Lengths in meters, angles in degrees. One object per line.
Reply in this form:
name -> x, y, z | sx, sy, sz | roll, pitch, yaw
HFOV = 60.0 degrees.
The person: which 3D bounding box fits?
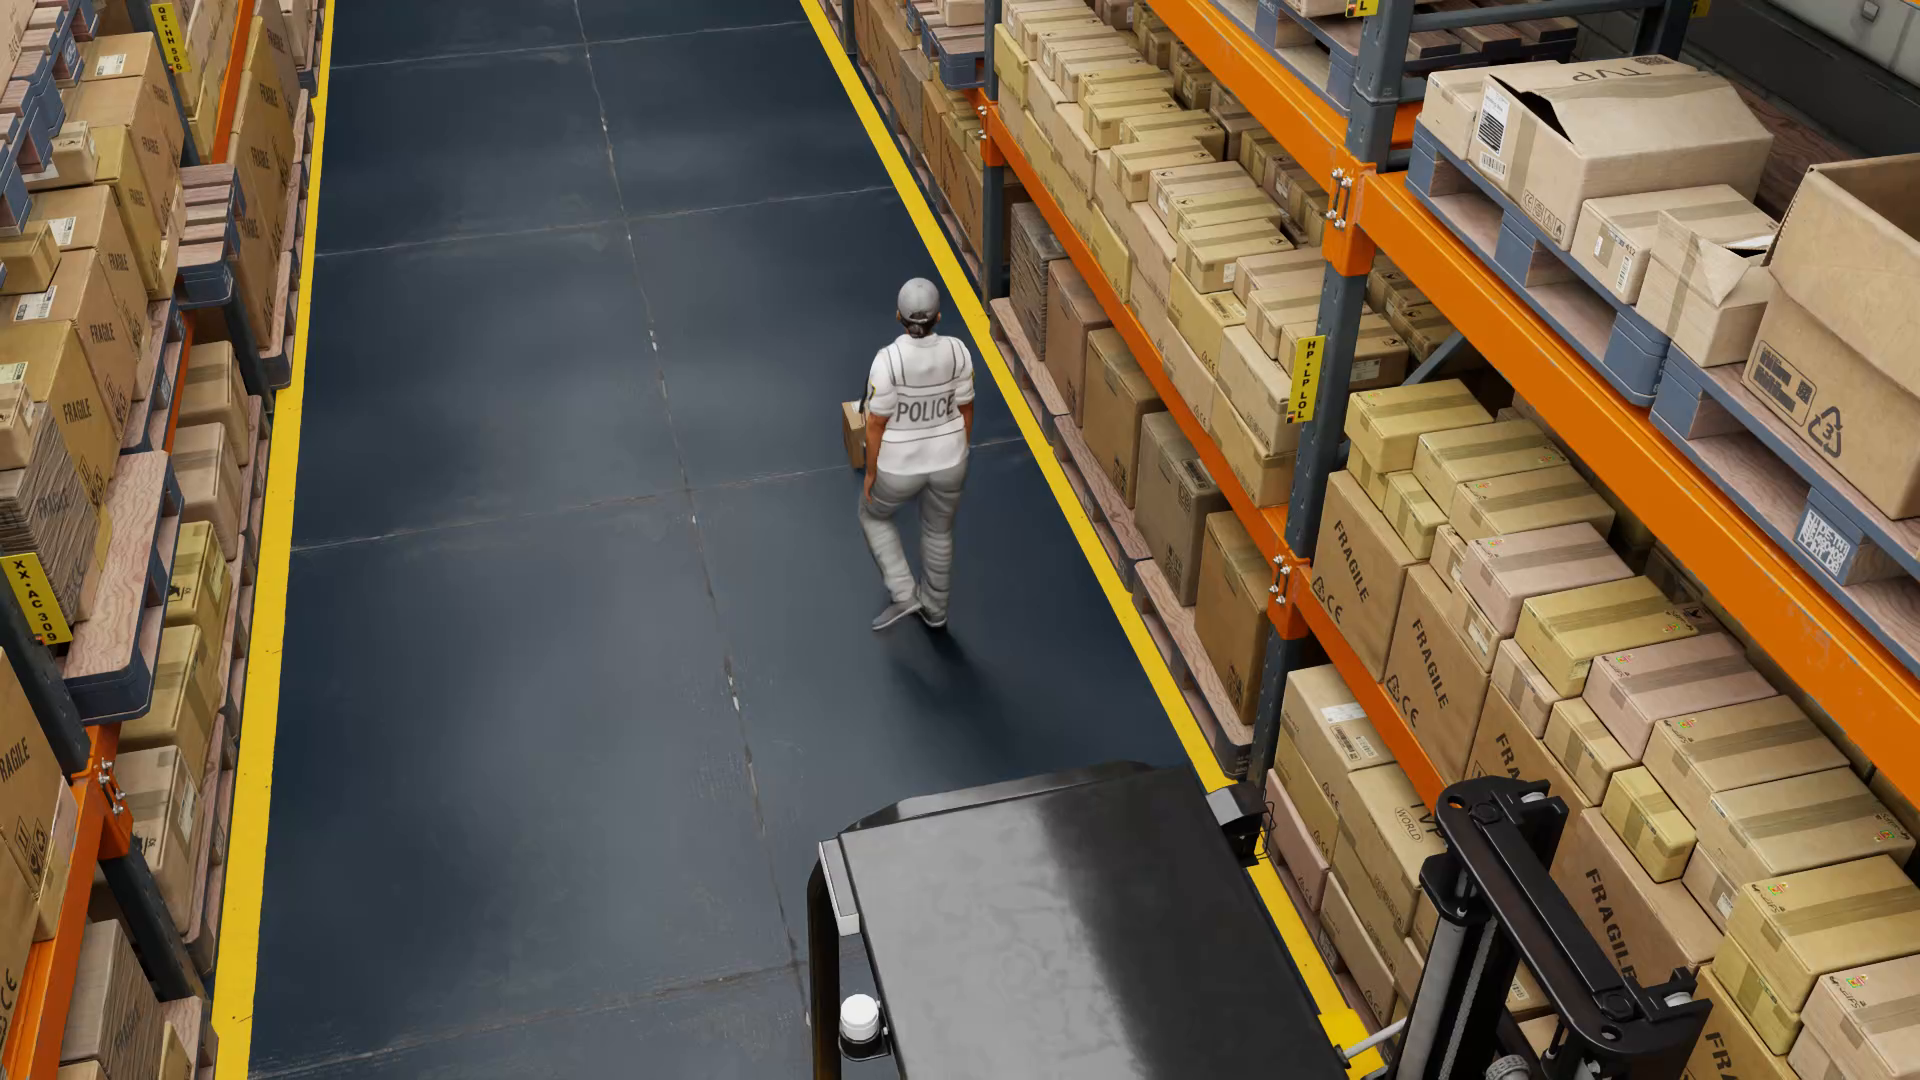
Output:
person -> -0.188, -0.337, 7.107 | 0.524, 1.659, 0.473 | -13, 40, -15
